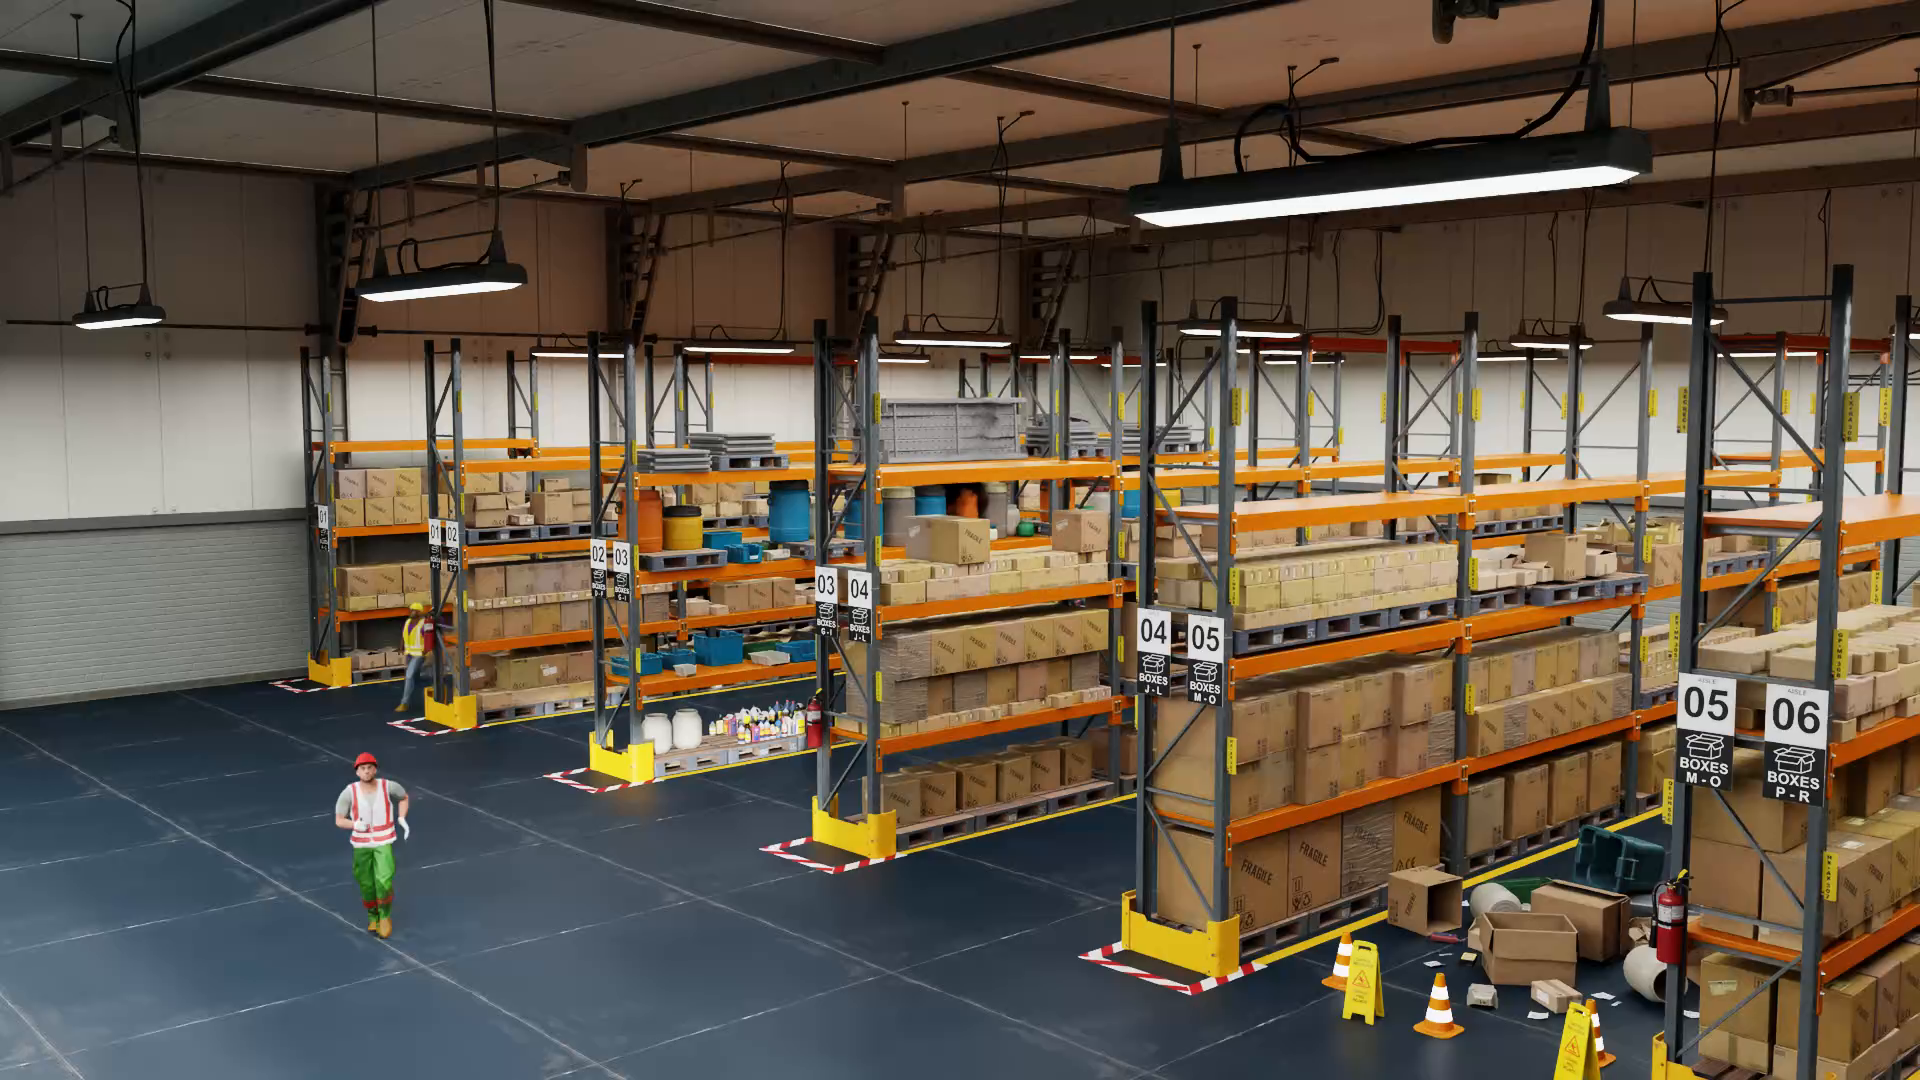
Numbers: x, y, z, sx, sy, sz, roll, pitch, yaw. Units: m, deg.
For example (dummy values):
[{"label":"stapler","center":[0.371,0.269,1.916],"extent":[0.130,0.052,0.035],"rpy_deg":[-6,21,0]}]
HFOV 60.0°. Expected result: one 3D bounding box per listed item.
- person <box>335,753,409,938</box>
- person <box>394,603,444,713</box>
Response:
[{"label":"person","center":[-5.552,2.894,15.712],"extent":[0.645,1.774,0.675],"rpy_deg":[-1,5,-14]},{"label":"person","center":[-8.948,1.902,27.434],"extent":[0.672,1.757,1.091],"rpy_deg":[3,6,33]}]
